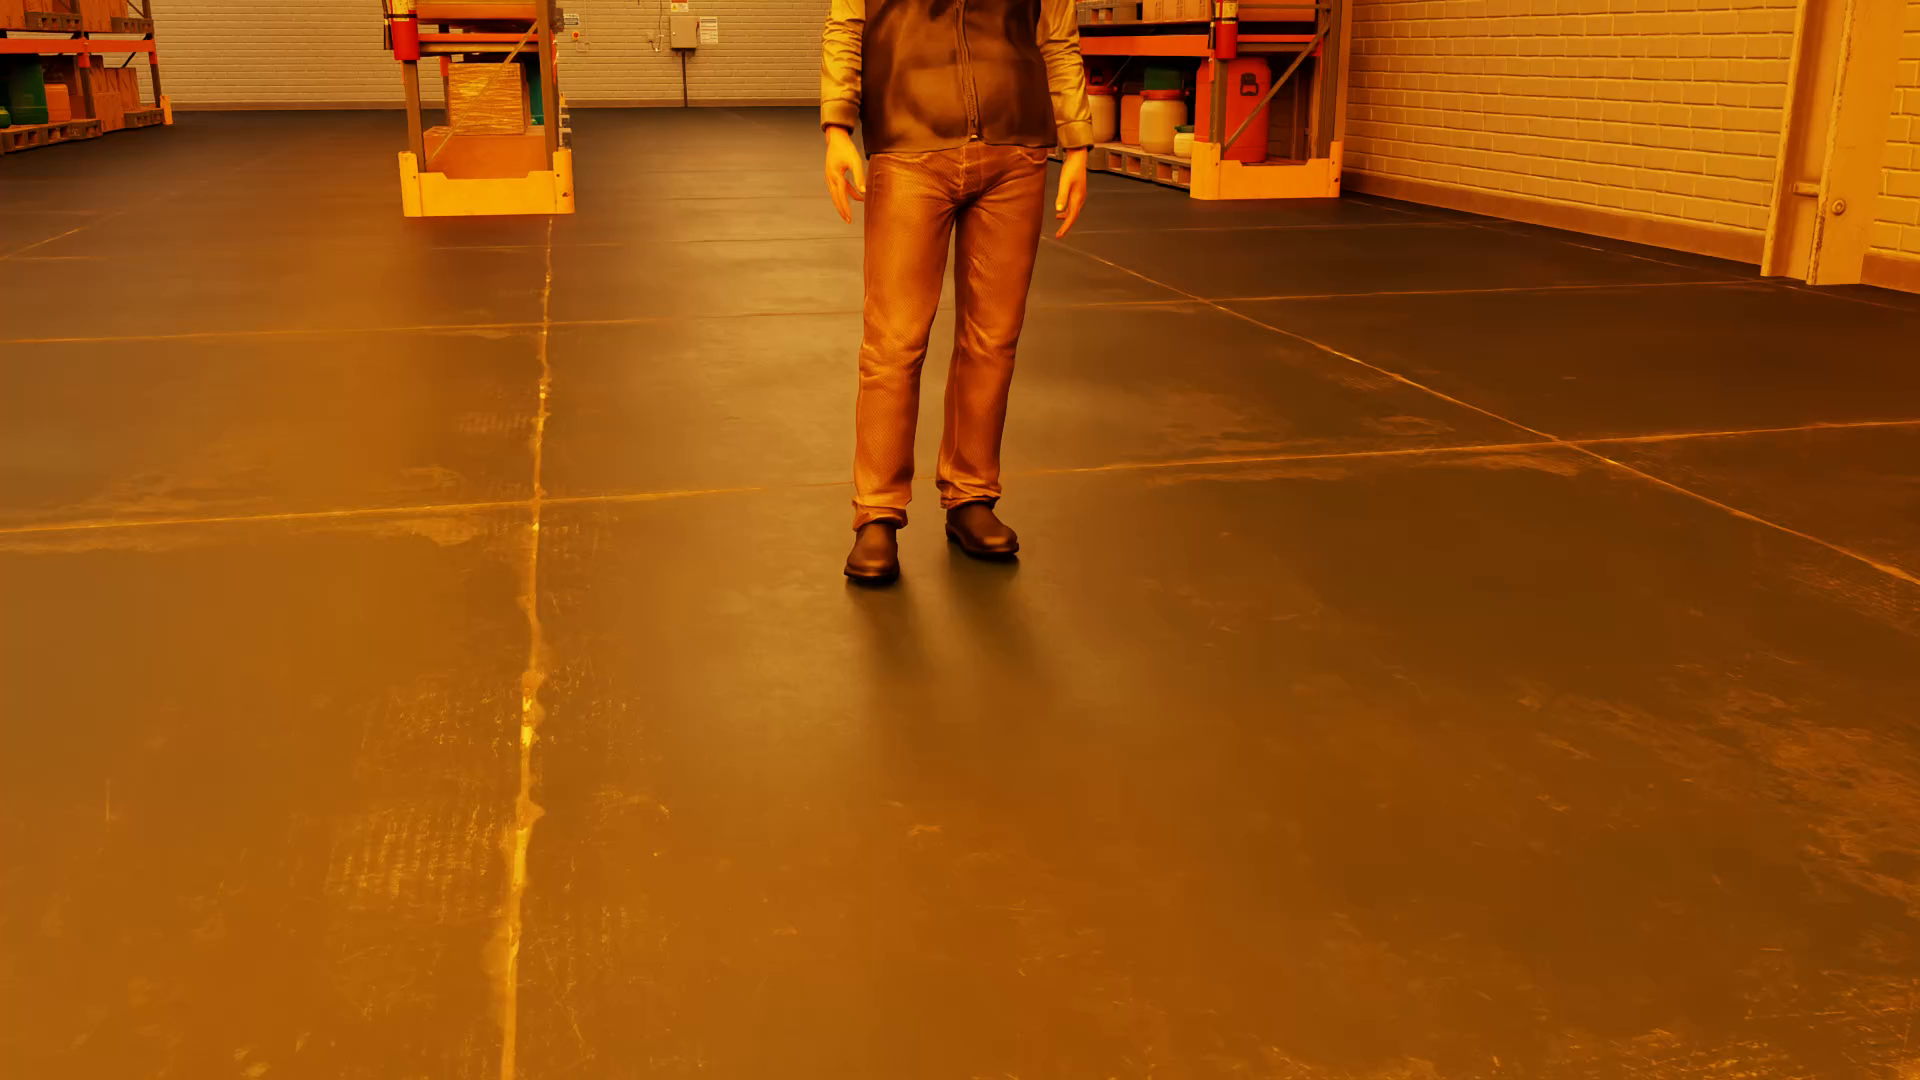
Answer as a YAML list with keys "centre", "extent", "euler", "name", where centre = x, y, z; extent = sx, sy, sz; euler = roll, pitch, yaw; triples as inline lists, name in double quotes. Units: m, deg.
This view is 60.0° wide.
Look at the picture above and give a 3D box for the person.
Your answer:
- centre: [0.006, -0.815, 3.709]
  extent: [0.632, 1.720, 0.568]
  euler: [-4, 17, -12]
  name: "person"
